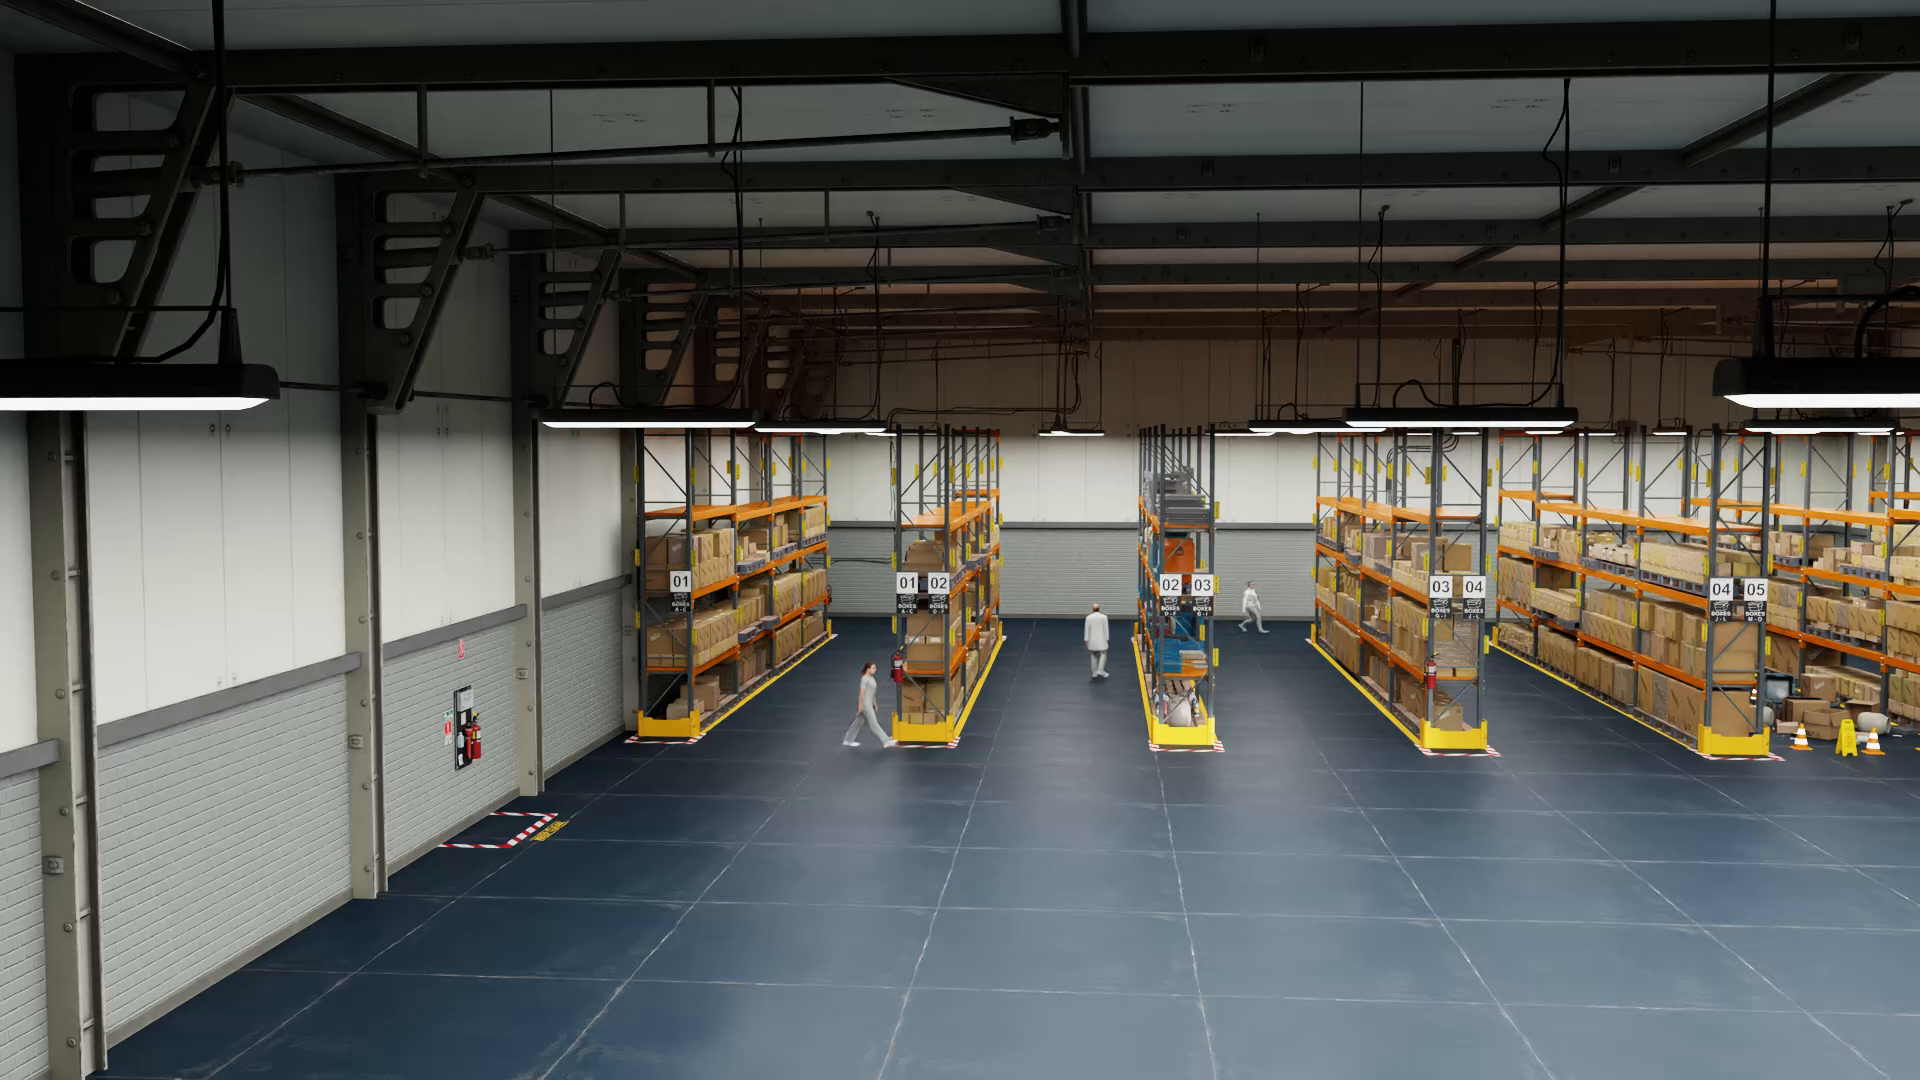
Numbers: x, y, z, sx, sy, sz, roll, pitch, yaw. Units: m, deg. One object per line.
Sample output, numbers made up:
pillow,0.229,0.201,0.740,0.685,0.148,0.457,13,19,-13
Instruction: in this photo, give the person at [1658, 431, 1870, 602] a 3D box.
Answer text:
person,22.050,-0.466,46.700,11.409,5.297,7.780,-1,4,-15

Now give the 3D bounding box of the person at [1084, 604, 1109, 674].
person,-0.247,3.452,22.794,6.076,1.779,35.113,0,3,4

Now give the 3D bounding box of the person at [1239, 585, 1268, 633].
person,8.626,1.964,48.993,1.026,1.537,0.473,3,4,39

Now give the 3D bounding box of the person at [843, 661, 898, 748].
person,-1.651,3.028,30.689,1.069,1.603,0.486,0,3,7
